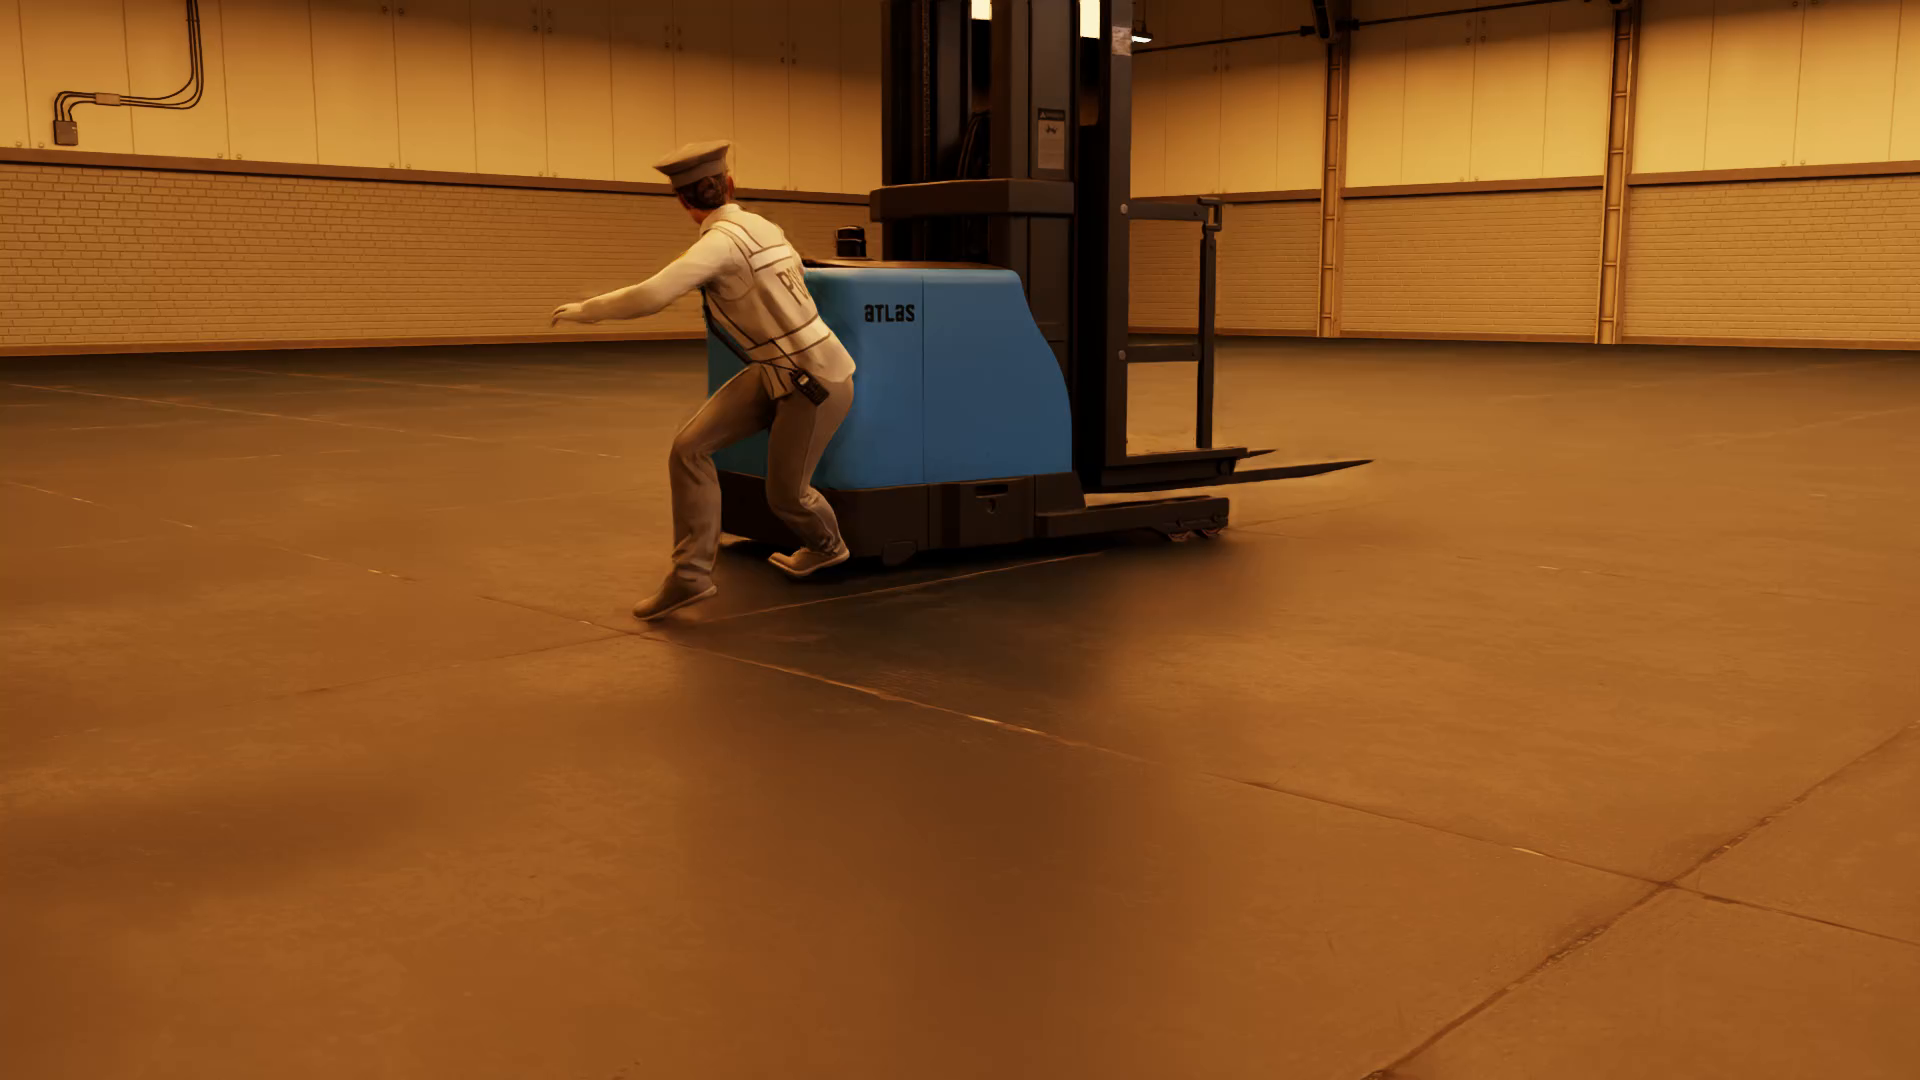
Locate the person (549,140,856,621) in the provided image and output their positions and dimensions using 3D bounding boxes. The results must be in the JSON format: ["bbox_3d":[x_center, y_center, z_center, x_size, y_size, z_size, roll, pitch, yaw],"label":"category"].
[{"bbox_3d":[-0.783,-0.498,5.223,0.976,1.461,0.885,-2,9,-14],"label":"person"}]

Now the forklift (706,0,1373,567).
[{"bbox_3d":[0.490,-1.504,6.860,3.031,2.935,1.130,-6,11,-36],"label":"forklift"}]
